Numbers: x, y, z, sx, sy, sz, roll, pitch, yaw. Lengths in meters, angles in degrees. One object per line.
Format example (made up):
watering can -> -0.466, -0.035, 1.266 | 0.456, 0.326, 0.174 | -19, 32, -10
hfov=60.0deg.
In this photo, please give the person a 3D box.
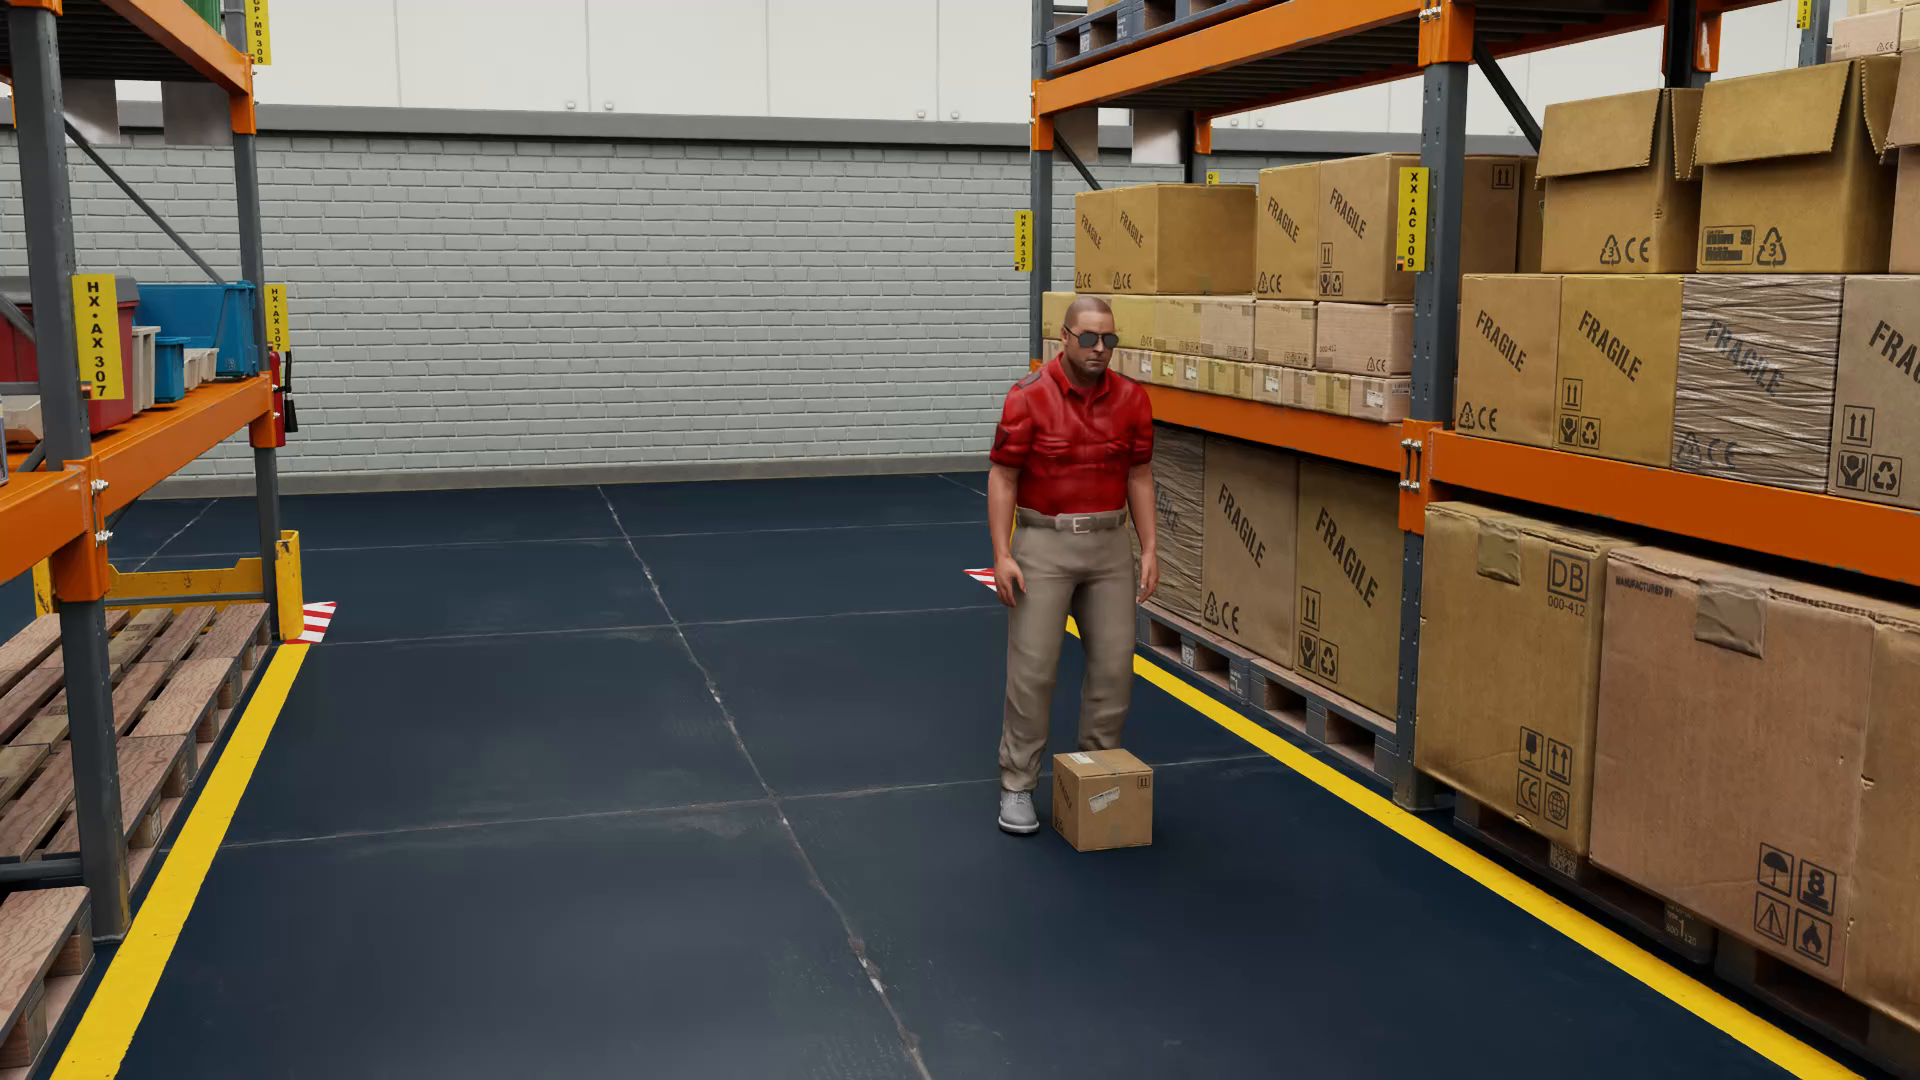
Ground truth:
person -> 0.380, 0.069, 5.488 | 0.585, 1.727, 0.392 | -3, 10, -16
